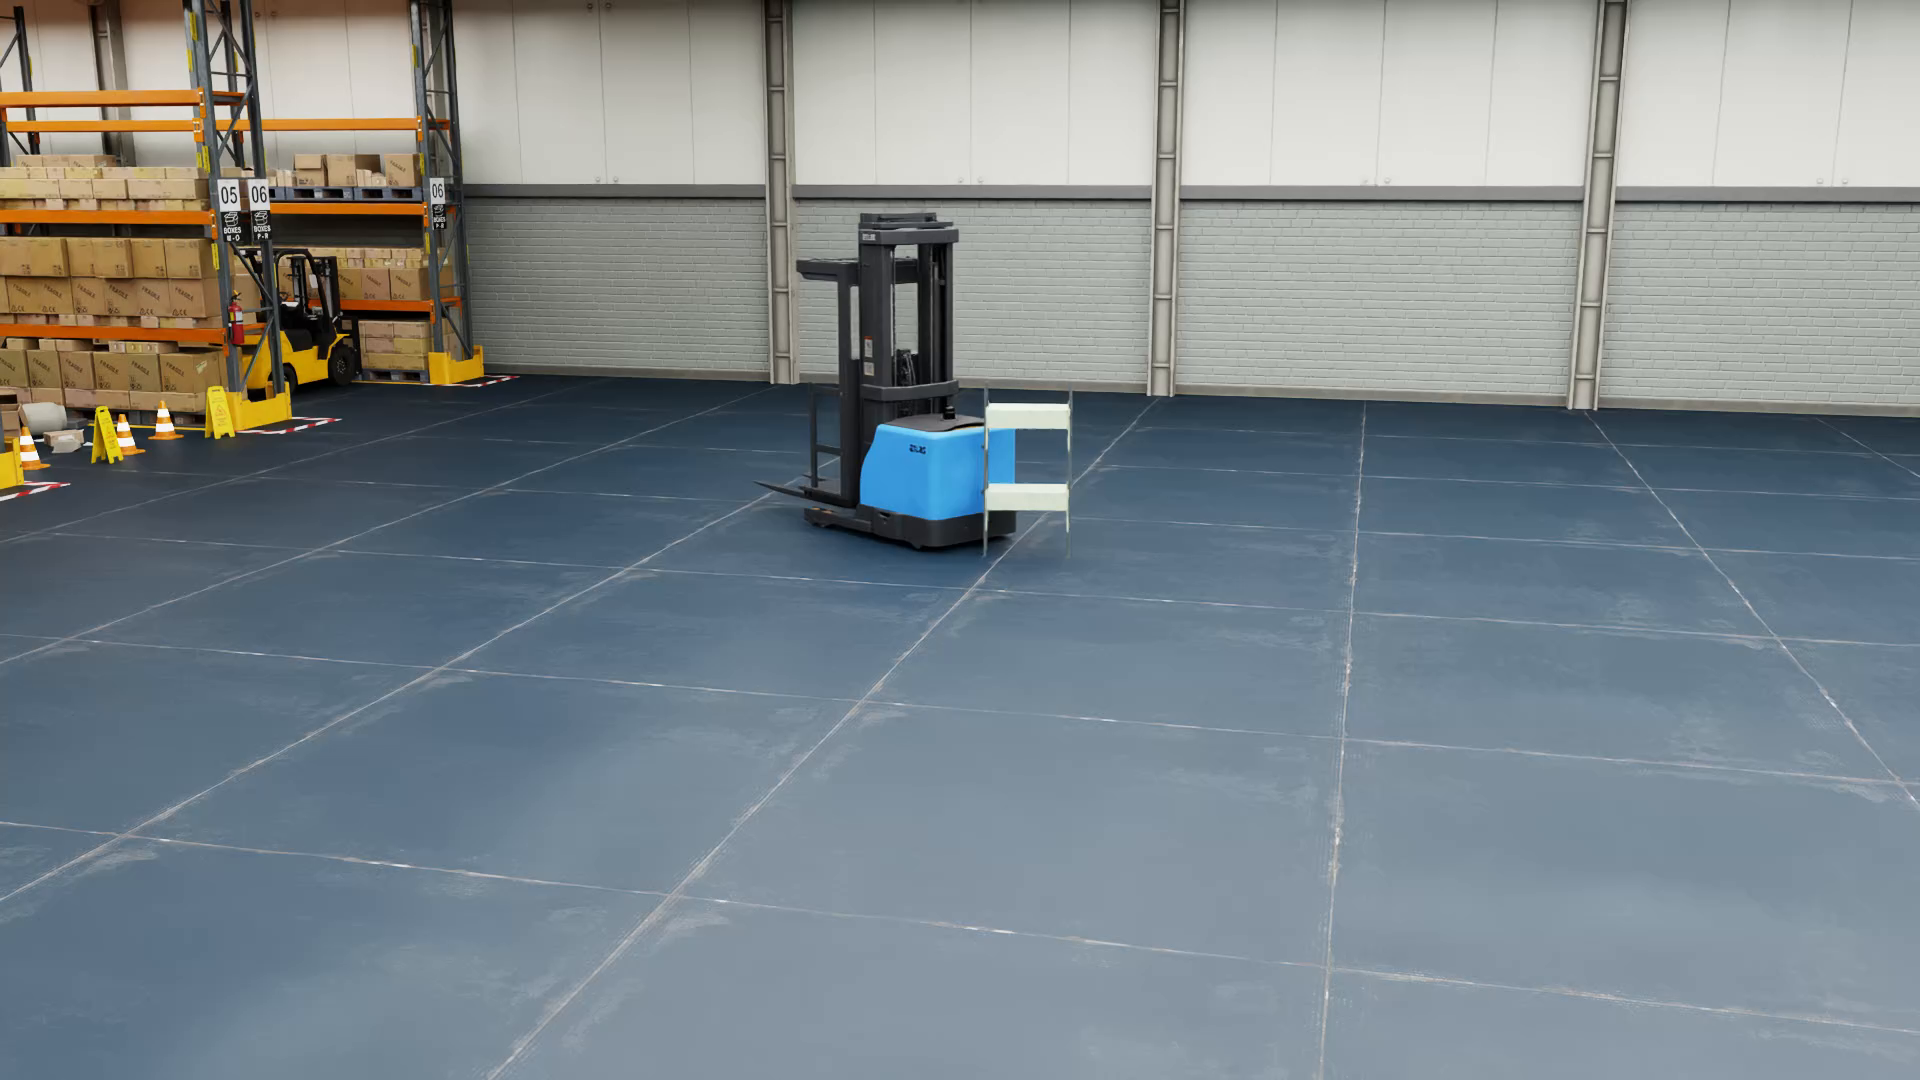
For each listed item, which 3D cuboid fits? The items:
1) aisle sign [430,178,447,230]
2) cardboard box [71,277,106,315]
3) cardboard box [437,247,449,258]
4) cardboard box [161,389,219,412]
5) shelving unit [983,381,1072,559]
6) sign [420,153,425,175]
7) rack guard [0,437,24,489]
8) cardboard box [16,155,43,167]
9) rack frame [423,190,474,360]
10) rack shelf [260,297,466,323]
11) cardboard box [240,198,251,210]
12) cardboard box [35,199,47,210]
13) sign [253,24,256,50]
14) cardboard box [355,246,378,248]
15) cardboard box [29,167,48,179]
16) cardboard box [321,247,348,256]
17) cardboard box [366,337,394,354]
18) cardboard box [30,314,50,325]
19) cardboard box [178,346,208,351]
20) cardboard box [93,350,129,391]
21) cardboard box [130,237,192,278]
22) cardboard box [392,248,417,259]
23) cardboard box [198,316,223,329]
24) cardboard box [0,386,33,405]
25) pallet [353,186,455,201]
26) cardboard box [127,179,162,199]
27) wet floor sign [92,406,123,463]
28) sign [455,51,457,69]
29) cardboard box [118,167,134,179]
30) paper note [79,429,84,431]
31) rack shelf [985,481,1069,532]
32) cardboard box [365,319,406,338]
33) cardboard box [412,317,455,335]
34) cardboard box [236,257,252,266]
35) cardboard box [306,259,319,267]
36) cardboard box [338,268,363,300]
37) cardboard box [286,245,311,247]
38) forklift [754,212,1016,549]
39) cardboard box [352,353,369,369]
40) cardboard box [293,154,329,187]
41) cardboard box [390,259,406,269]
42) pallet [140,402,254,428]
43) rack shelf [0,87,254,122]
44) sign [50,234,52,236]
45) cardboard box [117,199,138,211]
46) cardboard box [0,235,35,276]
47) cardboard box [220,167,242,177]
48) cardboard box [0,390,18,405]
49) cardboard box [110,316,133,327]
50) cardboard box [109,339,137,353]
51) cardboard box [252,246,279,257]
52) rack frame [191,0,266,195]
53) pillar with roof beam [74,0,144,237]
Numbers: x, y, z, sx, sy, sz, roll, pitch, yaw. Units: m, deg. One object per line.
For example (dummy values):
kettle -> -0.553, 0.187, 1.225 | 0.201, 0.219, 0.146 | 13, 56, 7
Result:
aisle sign -> -8.159, -5.258, 26.008 | 0.004, 0.787, 0.394 | 3, 13, 14
cardboard box -> -11.388, -3.259, 22.079 | 0.500, 0.500, 0.500 | 3, 13, 14
cardboard box -> -8.427, -4.628, 26.751 | 0.250, 0.149, 0.380 | 3, 13, 12
cardboard box -> -10.210, -1.860, 22.070 | 0.500, 0.250, 0.500 | 3, 13, 13
shelving unit -> 0.591, -0.617, 14.551 | 0.755, 1.500, 0.431 | 1, 13, 3
sign -> -8.296, -5.799, 25.660 | 0.005, 0.325, 0.100 | 3, 13, 14
rack guard -> -10.402, -0.743, 17.427 | 0.348, 0.500, 1.175 | 3, 13, 14
cardboard box -> -15.274, -6.148, 27.662 | 0.500, 0.500, 0.500 | 3, 13, 14
rack frame -> -8.152, -4.055, 26.583 | 0.127, 3.000, 1.000 | 3, 13, 14
rack shelf -> -10.094, -3.807, 27.129 | 4.000, 0.370, 1.077 | 3, 13, 14
cardboard box -> -9.582, -4.438, 21.965 | 0.250, 0.149, 0.380 | 3, 13, 14
cardboard box -> -11.979, -4.440, 21.974 | 0.250, 0.149, 0.380 | 3, 13, 12
sign -> -9.208, -6.548, 21.632 | 0.005, 0.325, 0.100 | 3, 13, 14
cardboard box -> -9.662, -4.718, 27.157 | 0.250, 0.149, 0.380 | 3, 13, 12
cardboard box -> -11.978, -4.820, 21.846 | 0.250, 0.149, 0.380 | 3, 13, 12
cardboard box -> -10.041, -4.618, 26.707 | 0.250, 0.149, 0.380 | 3, 13, 14
cardboard box -> -9.184, -3.149, 26.727 | 0.500, 0.250, 0.500 | 3, 13, 13
cardboard box -> -12.238, -2.982, 22.329 | 0.250, 0.149, 0.380 | 3, 13, 15
cardboard box -> -10.587, -2.367, 22.623 | 0.500, 0.500, 0.500 | 3, 13, 11
cardboard box -> -11.174, -2.280, 22.233 | 0.500, 0.500, 0.500 | 3, 13, 12
cardboard box -> -10.376, -3.701, 21.764 | 0.500, 0.500, 0.700 | 3, 13, 14
cardboard box -> -8.797, -4.546, 26.382 | 0.250, 0.149, 0.380 | 3, 13, 14
cardboard box -> -9.752, -2.862, 21.790 | 0.250, 0.149, 0.380 | 4, 13, 15
cardboard box -> -12.713, -1.993, 22.672 | 0.500, 0.250, 0.500 | 2, 13, 11
pallet -> -8.832, -5.518, 26.458 | 1.213, 0.211, 1.003 | 3, 13, 14
cardboard box -> -10.384, -4.546, 21.533 | 0.500, 0.250, 0.500 | 3, 13, 13
wet floor sign -> -9.923, -1.230, 19.287 | 0.232, 0.644, 0.267 | 1, 13, 4
sign -> -8.013, -7.633, 26.340 | 0.005, 0.325, 0.100 | 3, 13, 14
cardboard box -> -10.700, -4.766, 21.604 | 0.250, 0.149, 0.380 | 3, 13, 14
paper note -> -11.465, -1.422, 21.571 | 0.148, 0.019, 0.142 | -1, 13, -6
rack shelf -> 0.591, -0.299, 14.622 | 0.720, 0.370, 0.431 | 1, 13, 3
cardboard box -> -9.171, -3.389, 26.653 | 0.500, 0.250, 0.500 | 3, 13, 15
cardboard box -> -8.573, -3.470, 27.019 | 0.500, 0.250, 0.500 | 3, 13, 13
cardboard box -> -11.537, -4.543, 27.055 | 0.250, 0.149, 0.380 | 3, 13, 15
cardboard box -> -10.293, -4.471, 26.733 | 0.250, 0.149, 0.380 | 3, 13, 12
cardboard box -> -9.692, -4.129, 26.688 | 0.500, 0.500, 0.500 | 3, 13, 12
cardboard box -> -10.901, -4.787, 27.471 | 0.250, 0.149, 0.380 | 3, 13, 12
forklift -> -0.838, -1.609, 15.719 | 1.130, 2.935, 3.031 | -11, 17, -40
cardboard box -> -9.648, -2.931, 26.897 | 0.500, 0.250, 0.500 | 3, 13, 14
cardboard box -> -10.170, -5.907, 26.571 | 0.637, 0.503, 0.797 | 3, 13, 15
cardboard box -> -8.811, -4.386, 26.349 | 0.250, 0.149, 0.380 | 3, 13, 14
pallet -> -10.192, -1.703, 22.421 | 1.213, 0.211, 1.003 | 3, 13, 14
rack shelf -> -11.279, -5.690, 21.774 | 4.000, 0.370, 1.077 | 3, 13, 14
sign -> -15.789, -5.152, 28.856 | 0.005, 0.325, 0.100 | 3, 13, 14
cardboard box -> -10.734, -4.369, 21.656 | 0.250, 0.149, 0.380 | 3, 13, 13
cardboard box -> -12.846, -3.832, 22.354 | 0.500, 0.500, 0.700 | 3, 13, 13
cardboard box -> -9.634, -4.803, 21.770 | 0.250, 0.149, 0.380 | 3, 13, 13
cardboard box -> -12.507, -1.657, 21.543 | 0.500, 0.500, 0.500 | -9, 15, -35
cardboard box -> -11.011, -2.914, 22.022 | 0.250, 0.149, 0.380 | 3, 13, 13
cardboard box -> -11.049, -2.575, 22.066 | 0.250, 0.149, 0.380 | 4, 13, 16
cardboard box -> -11.272, -4.688, 27.023 | 0.250, 0.149, 0.380 | 3, 13, 12
rack frame -> -9.338, -5.939, 21.228 | 0.127, 3.000, 1.000 | 3, 13, 14
pillar with roof beam -> -15.469, -6.615, 24.274 | 0.548, 9.000, 9.100 | 3, 13, 14
